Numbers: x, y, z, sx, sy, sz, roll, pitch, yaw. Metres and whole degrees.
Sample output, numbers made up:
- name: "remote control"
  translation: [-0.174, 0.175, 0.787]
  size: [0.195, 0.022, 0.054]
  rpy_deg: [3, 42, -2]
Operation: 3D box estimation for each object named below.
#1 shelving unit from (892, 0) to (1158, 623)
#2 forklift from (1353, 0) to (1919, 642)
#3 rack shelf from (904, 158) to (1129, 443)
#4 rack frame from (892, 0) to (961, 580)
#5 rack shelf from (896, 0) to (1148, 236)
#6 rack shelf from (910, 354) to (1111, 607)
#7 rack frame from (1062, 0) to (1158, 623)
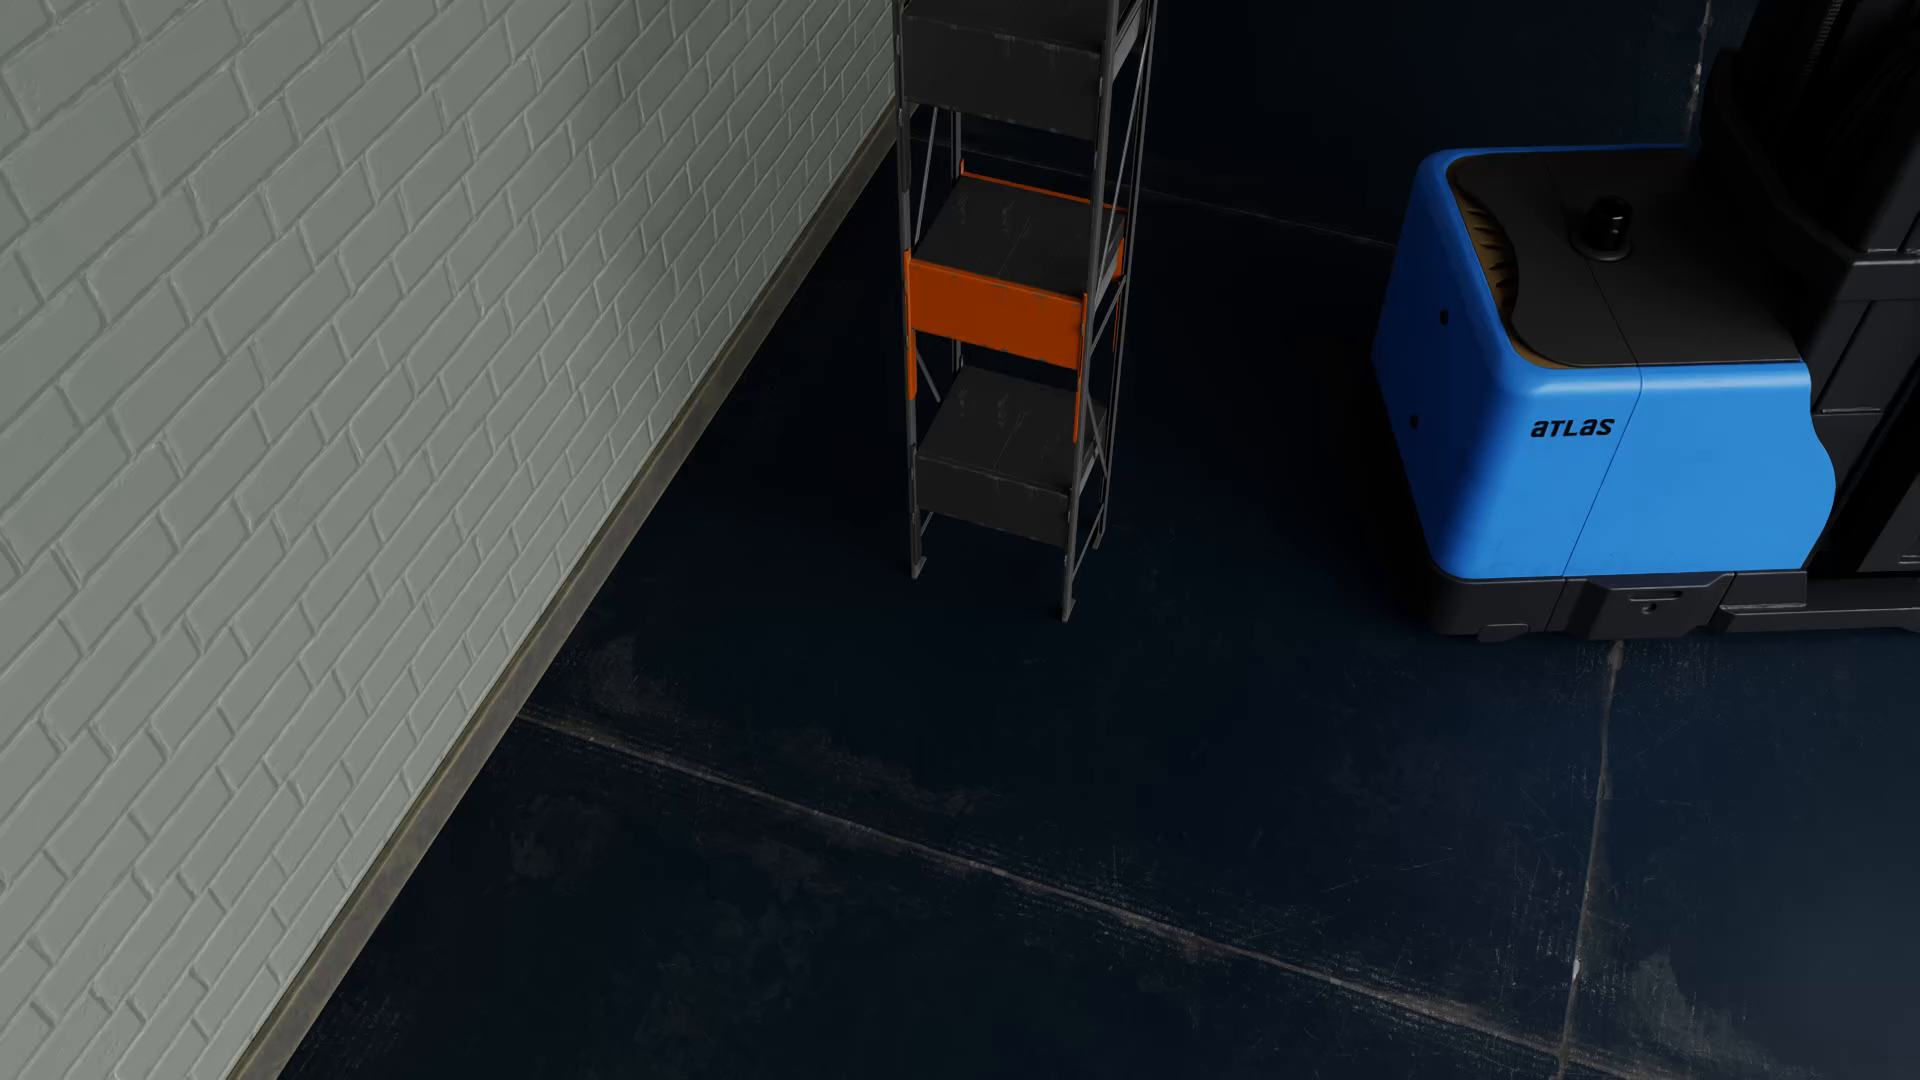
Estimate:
- name: "shelving unit"
  translation: [0.155, -0.644, 4.419]
  size: [0.503, 2.100, 0.431]
  rpy_deg: [16, 51, 13]
- name: "forklift"
  translation: [2.840, -1.075, 4.242]
  size: [3.031, 2.935, 1.130]
  rpy_deg: [-2, 49, -2]
- name: "rack shelf"
  translation: [0.155, -0.635, 4.429]
  size: [0.480, 0.518, 0.431]
  rpy_deg: [16, 51, 13]
- name: "rack frame"
  translation: [-0.074, -0.708, 4.474]
  size: [0.015, 2.100, 0.400]
  rpy_deg: [16, 51, 13]
- name: "rack shelf"
  translation: [0.155, -1.094, 3.900]
  size: [0.480, 0.518, 0.431]
  rpy_deg: [16, 51, 13]
- name: "rack shelf"
  translation: [0.155, -0.177, 4.958]
  size: [0.480, 0.518, 0.431]
  rpy_deg: [16, 51, 13]
- name: "rack frame"
  translation: [0.384, -0.580, 4.364]
  size: [0.015, 2.100, 0.400]
  rpy_deg: [16, 51, 13]
